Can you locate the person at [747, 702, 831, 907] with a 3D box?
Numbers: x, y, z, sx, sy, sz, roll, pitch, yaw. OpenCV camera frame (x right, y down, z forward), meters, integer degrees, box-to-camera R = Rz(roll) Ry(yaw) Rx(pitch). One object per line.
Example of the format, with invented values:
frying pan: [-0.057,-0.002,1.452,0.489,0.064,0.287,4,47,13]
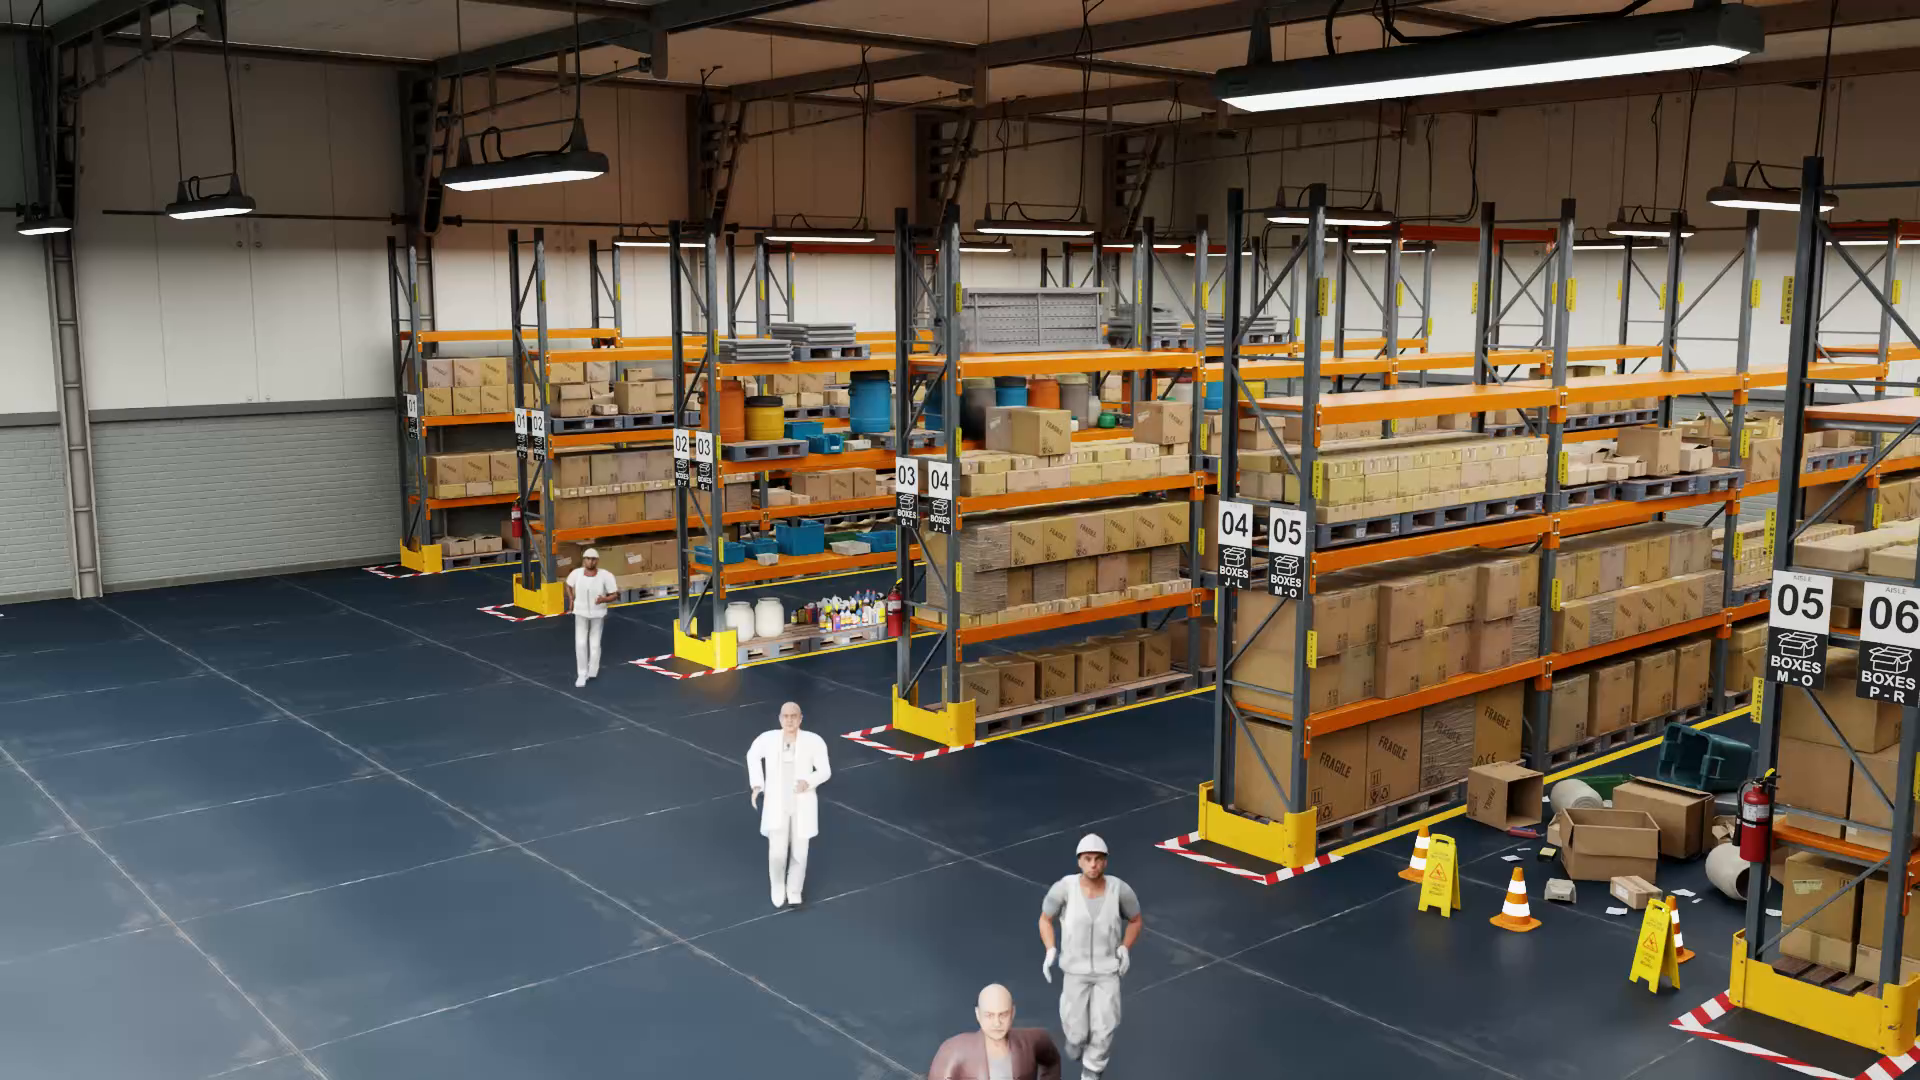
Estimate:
person: [-1.405,2.203,13.696,0.691,1.740,0.692,-1,9,-6]

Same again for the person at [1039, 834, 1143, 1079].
person: [0.835,2.705,10.578,0.658,1.740,0.606,0,9,0]

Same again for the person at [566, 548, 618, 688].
person: [-4.775,1.007,21.574,0.676,1.812,0.695,-1,9,-8]

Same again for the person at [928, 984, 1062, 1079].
person: [0.162,3.017,8.191,0.703,1.764,1.059,0,9,-2]
